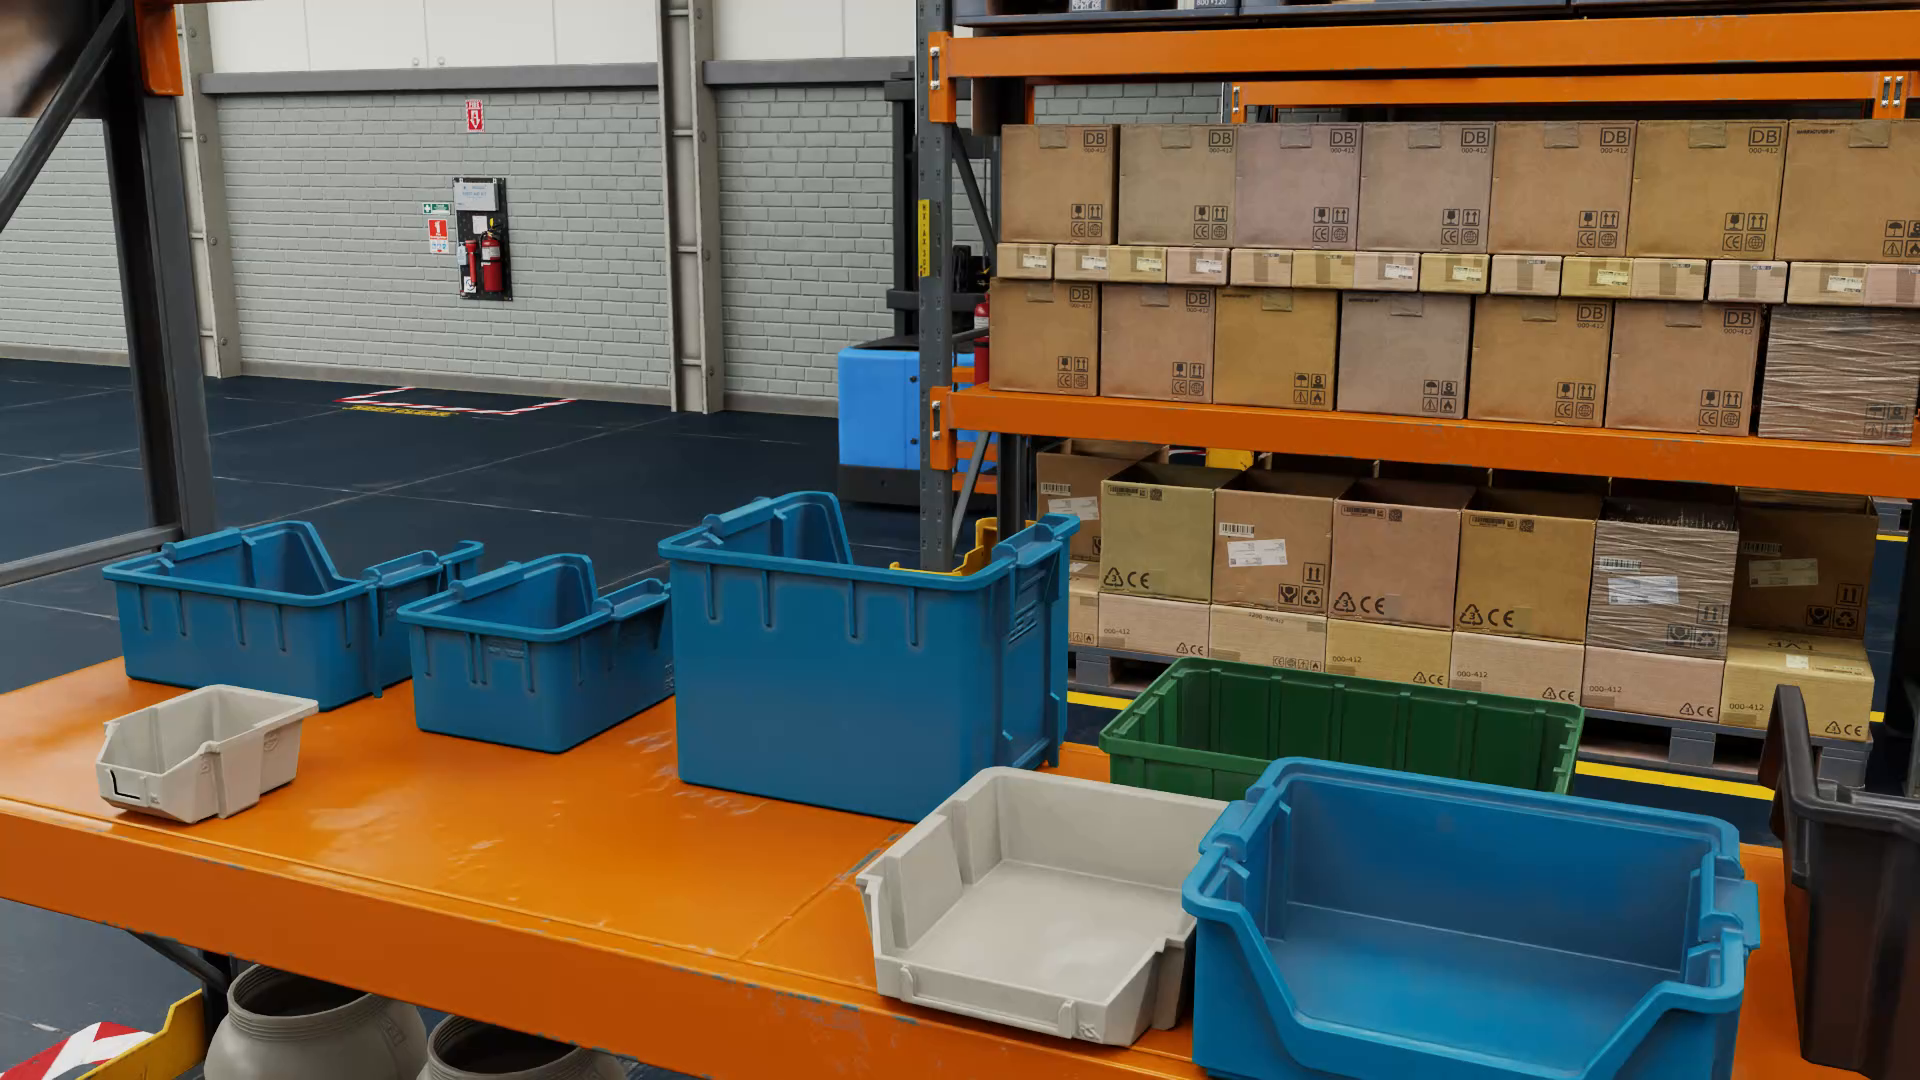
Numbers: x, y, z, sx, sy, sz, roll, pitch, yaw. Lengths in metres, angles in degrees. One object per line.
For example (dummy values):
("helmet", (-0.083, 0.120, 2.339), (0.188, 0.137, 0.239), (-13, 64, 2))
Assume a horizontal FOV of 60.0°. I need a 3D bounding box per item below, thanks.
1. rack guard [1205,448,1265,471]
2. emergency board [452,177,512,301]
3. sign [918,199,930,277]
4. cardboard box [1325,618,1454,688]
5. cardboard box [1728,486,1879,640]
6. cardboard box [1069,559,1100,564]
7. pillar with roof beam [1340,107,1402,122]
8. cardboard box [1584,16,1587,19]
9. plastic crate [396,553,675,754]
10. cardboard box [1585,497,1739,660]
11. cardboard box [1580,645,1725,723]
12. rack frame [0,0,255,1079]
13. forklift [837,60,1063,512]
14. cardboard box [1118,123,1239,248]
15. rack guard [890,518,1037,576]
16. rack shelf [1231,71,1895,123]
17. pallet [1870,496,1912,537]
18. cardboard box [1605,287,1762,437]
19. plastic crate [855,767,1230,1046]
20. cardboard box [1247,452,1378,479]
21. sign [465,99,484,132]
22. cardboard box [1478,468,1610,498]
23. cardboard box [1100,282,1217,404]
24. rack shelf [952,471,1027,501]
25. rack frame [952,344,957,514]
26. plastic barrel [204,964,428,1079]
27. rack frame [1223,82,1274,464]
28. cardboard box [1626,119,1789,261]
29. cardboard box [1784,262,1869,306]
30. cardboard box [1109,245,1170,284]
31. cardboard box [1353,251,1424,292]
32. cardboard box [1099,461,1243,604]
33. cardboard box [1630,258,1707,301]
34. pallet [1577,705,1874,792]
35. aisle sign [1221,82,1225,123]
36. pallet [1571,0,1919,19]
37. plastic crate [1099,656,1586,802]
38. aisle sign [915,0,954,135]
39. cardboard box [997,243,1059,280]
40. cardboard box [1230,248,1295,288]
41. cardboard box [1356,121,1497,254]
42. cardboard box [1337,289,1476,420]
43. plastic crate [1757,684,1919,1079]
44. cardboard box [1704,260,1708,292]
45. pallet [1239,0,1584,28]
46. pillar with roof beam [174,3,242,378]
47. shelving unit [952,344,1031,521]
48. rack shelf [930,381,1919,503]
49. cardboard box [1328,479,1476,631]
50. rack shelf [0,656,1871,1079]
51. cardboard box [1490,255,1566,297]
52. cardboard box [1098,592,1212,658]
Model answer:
("rack guard", (2.148, -0.765, 12.421), (0.348, 0.500, 1.175), (6, 14, 23))
("emergency board", (-4.661, -2.897, 16.033), (0.643, 1.169, 0.194), (6, 14, 23))
("sign", (-0.155, -1.299, 7.155), (0.005, 0.325, 0.100), (6, 14, 23))
("cardboard box", (1.847, 0.415, 7.018), (0.500, 0.250, 0.500), (6, 14, 23))
("cardboard box", (3.436, 0.077, 6.819), (0.500, 0.500, 0.500), (6, 14, 23))
("cardboard box", (0.686, 0.168, 8.072), (0.500, 0.250, 0.500), (6, 14, 23))
("pillar with roof beam", (1.325, -4.126, 8.142), (0.400, 9.000, 9.100), (6, 14, 23))
("cardboard box", (4.195, -3.225, 10.606), (0.500, 0.500, 0.500), (5, 14, 21))
("plastic crate", (-0.764, 0.198, 3.171), (0.408, 0.251, 0.499), (6, 14, 23))
("cardboard box", (2.768, 0.139, 6.553), (0.500, 0.500, 0.500), (6, 14, 23))
("cardboard box", (2.767, 0.505, 6.637), (0.500, 0.250, 0.500), (6, 14, 23))
("rack frame", (-1.936, 0.081, 3.344), (0.053, 2.616, 0.949), (6, 14, 23))
("forklift", (0.180, -1.906, 11.962), (1.130, 2.935, 3.031), (5, 14, 20))
("cardboard box", (1.029, -1.536, 7.176), (0.500, 0.500, 0.700), (5, 14, 22))
("rack guard", (0.054, 0.261, 8.049), (0.348, 0.500, 1.175), (6, 14, 23))
("rack shelf", (3.907, -2.914, 11.116), (4.000, 0.370, 1.077), (6, 14, 23))
("pallet", (6.448, -0.190, 10.601), (1.213, 0.211, 1.003), (6, 14, 23))
("cardboard box", (2.840, -0.720, 6.537), (0.500, 0.500, 0.700), (6, 14, 23))
("plastic crate", (0.136, 0.481, 2.214), (0.437, 0.136, 0.530), (6, 14, 23))
("cardboard box", (1.607, -0.108, 7.607), (0.500, 0.500, 0.500), (6, 14, 23))
("sign", (-4.628, -4.047, 15.860), (0.199, 0.298, 0.001), (6, 14, 23))
("cardboard box", (2.521, -0.016, 7.213), (0.500, 0.500, 0.500), (6, 14, 23))
("cardboard box", (0.979, -0.909, 7.344), (0.500, 0.500, 0.700), (6, 15, 25))
("rack shelf", (0.151, -0.310, 10.113), (0.480, 0.148, 0.258), (6, 14, 23))
("rack frame", (-0.072, -0.591, 10.149), (0.015, 1.200, 0.240), (6, 14, 23))
("plastic barrel", (-1.302, 1.132, 3.391), (0.421, 0.512, 0.421), (0, 13, 0))
("rack frame", (2.079, -1.989, 12.165), (0.127, 3.000, 1.000), (6, 14, 23))
("cardboard box", (2.862, -1.350, 6.385), (0.500, 0.500, 0.700), (6, 14, 23))
("cardboard box", (3.172, -0.952, 6.107), (0.250, 0.149, 0.380), (5, 14, 22))
("cardboard box", (0.817, -1.190, 7.121), (0.250, 0.149, 0.380), (6, 14, 23))
("cardboard box", (1.752, -1.095, 6.715), (0.250, 0.149, 0.380), (6, 14, 24))
("cardboard box", (0.934, -0.043, 7.330), (0.500, 0.500, 0.500), (6, 14, 23))
("cardboard box", (2.691, -1.000, 6.311), (0.250, 0.149, 0.380), (6, 14, 23))
("pallet", (3.023, 0.691, 6.846), (1.213, 0.211, 1.003), (6, 14, 23))
("aisle sign", (1.891, -3.199, 11.629), (0.004, 0.787, 0.394), (6, 14, 23))
("pallet", (2.942, -2.075, 6.158), (1.213, 0.211, 1.003), (6, 14, 23))
("plastic crate", (0.596, 0.369, 2.580), (0.662, 0.188, 0.450), (6, 14, 23))
("aisle sign", (-0.109, -2.162, 7.210), (0.004, 0.787, 0.394), (6, 14, 23))
("cardboard box", (0.347, -1.237, 7.322), (0.250, 0.149, 0.380), (6, 14, 23))
("cardboard box", (1.292, -1.142, 6.917), (0.250, 0.149, 0.380), (5, 14, 21))
("cardboard box", (1.948, -1.443, 6.780), (0.500, 0.500, 0.700), (6, 14, 23))
("cardboard box", (1.914, -0.814, 6.939), (0.500, 0.500, 0.700), (6, 15, 25))
("plastic crate", (1.296, 0.406, 2.096), (0.504, 0.338, 0.767), (6, 14, 23))
("cardboard box", (2.859, -1.084, 6.671), (0.250, 0.149, 0.380), (6, 14, 23))
("pallet", (1.831, -2.188, 6.640), (1.213, 0.211, 1.003), (6, 14, 23))
("pillar with roof beam", (-9.646, -5.237, 12.874), (0.400, 9.000, 9.100), (6, 14, 23))
("shelving unit", (0.151, -0.569, 10.053), (0.503, 1.200, 0.258), (6, 14, 23))
("rack shelf", (1.904, -0.419, 7.048), (4.000, 0.370, 1.077), (6, 14, 23))
("cardboard box", (1.846, 0.051, 6.931), (0.500, 0.500, 0.500), (6, 14, 23))
("rack shelf", (-0.106, 0.616, 2.640), (4.000, 0.370, 1.077), (6, 14, 23))
("cardboard box", (2.237, -1.047, 6.510), (0.250, 0.149, 0.380), (6, 15, 25))
("cardboard box", (0.934, 0.322, 7.417), (0.500, 0.250, 0.500), (6, 14, 23))
